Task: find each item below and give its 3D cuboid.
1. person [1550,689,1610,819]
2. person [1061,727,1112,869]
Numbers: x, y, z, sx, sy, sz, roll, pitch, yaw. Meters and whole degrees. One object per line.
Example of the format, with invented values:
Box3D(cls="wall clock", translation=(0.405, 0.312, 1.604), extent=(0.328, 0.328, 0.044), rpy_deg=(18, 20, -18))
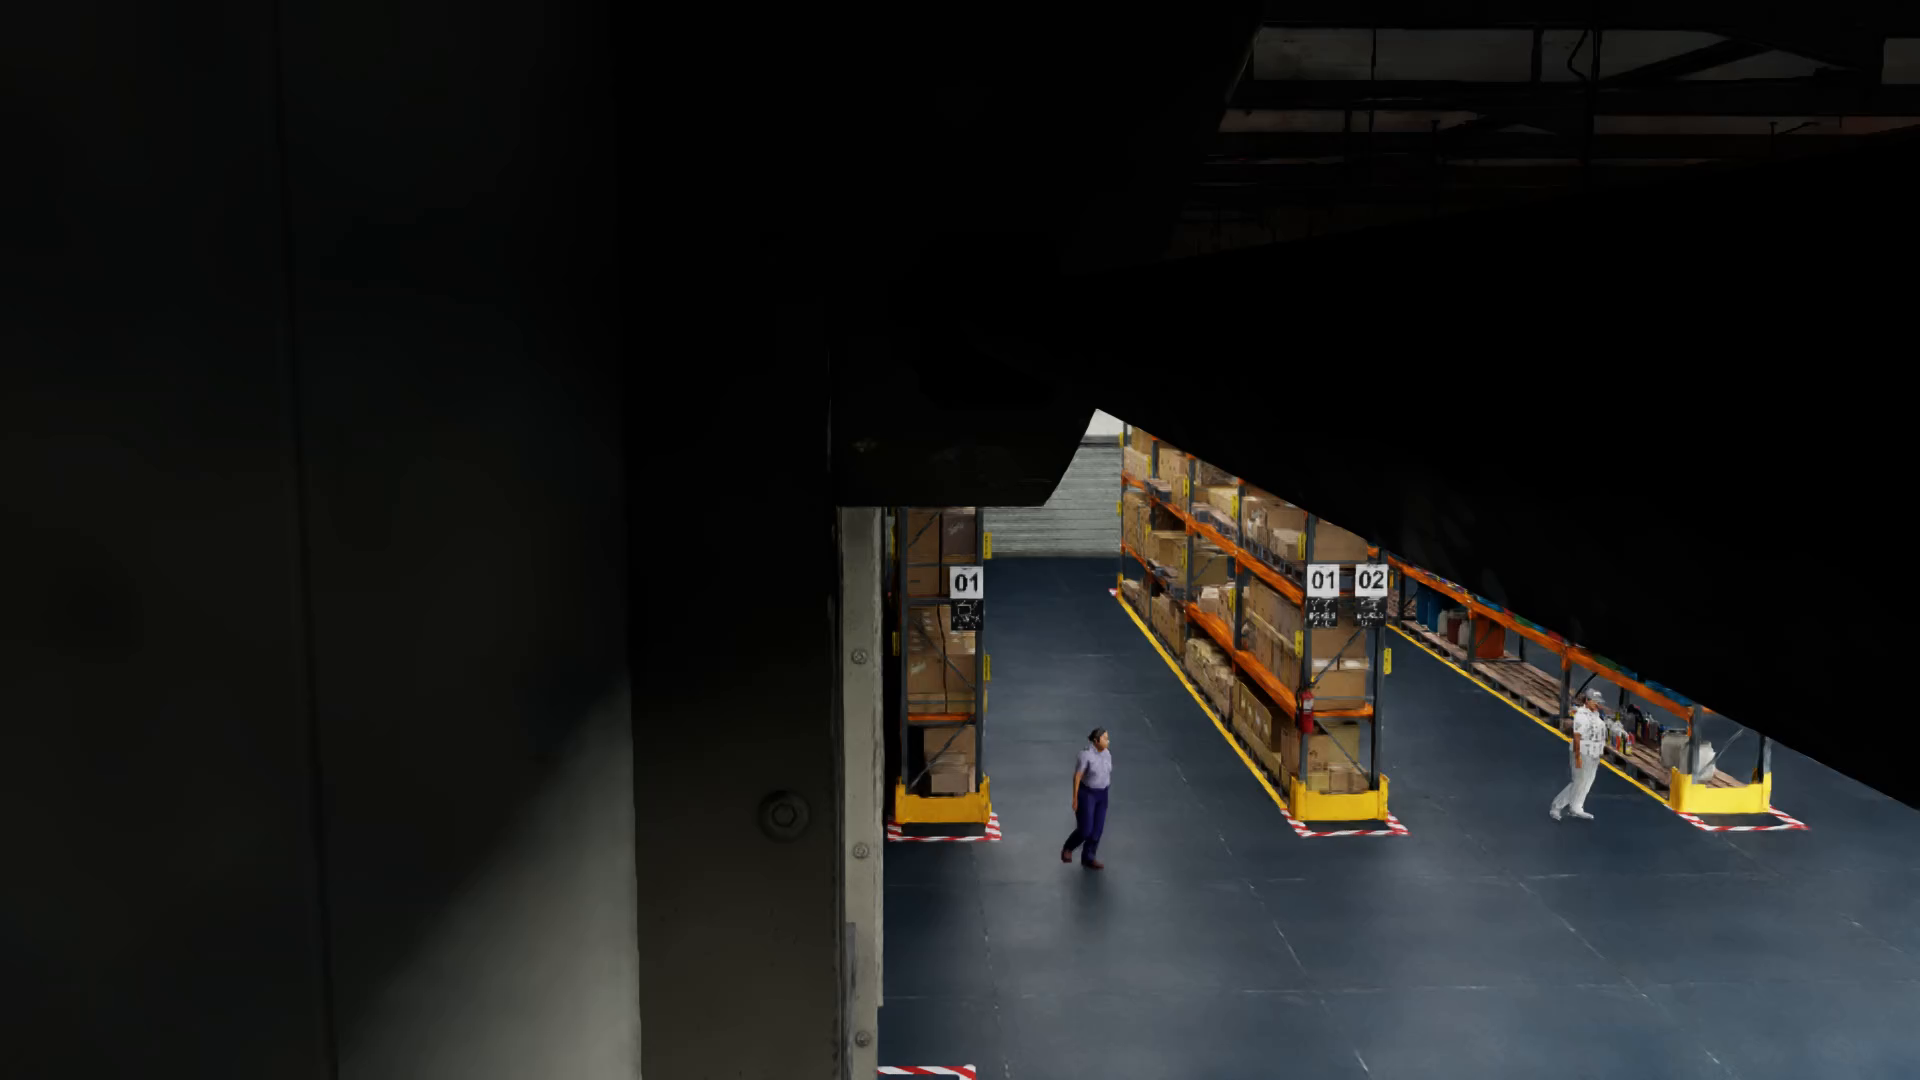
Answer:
Box3D(cls="person", translation=(7.623, 2.646, 20.482), extent=(0.650, 1.655, 0.531), rpy_deg=(-8, 11, -43))
Box3D(cls="person", translation=(1.436, 2.904, 18.802), extent=(0.560, 1.628, 0.520), rpy_deg=(-7, 10, -39))
